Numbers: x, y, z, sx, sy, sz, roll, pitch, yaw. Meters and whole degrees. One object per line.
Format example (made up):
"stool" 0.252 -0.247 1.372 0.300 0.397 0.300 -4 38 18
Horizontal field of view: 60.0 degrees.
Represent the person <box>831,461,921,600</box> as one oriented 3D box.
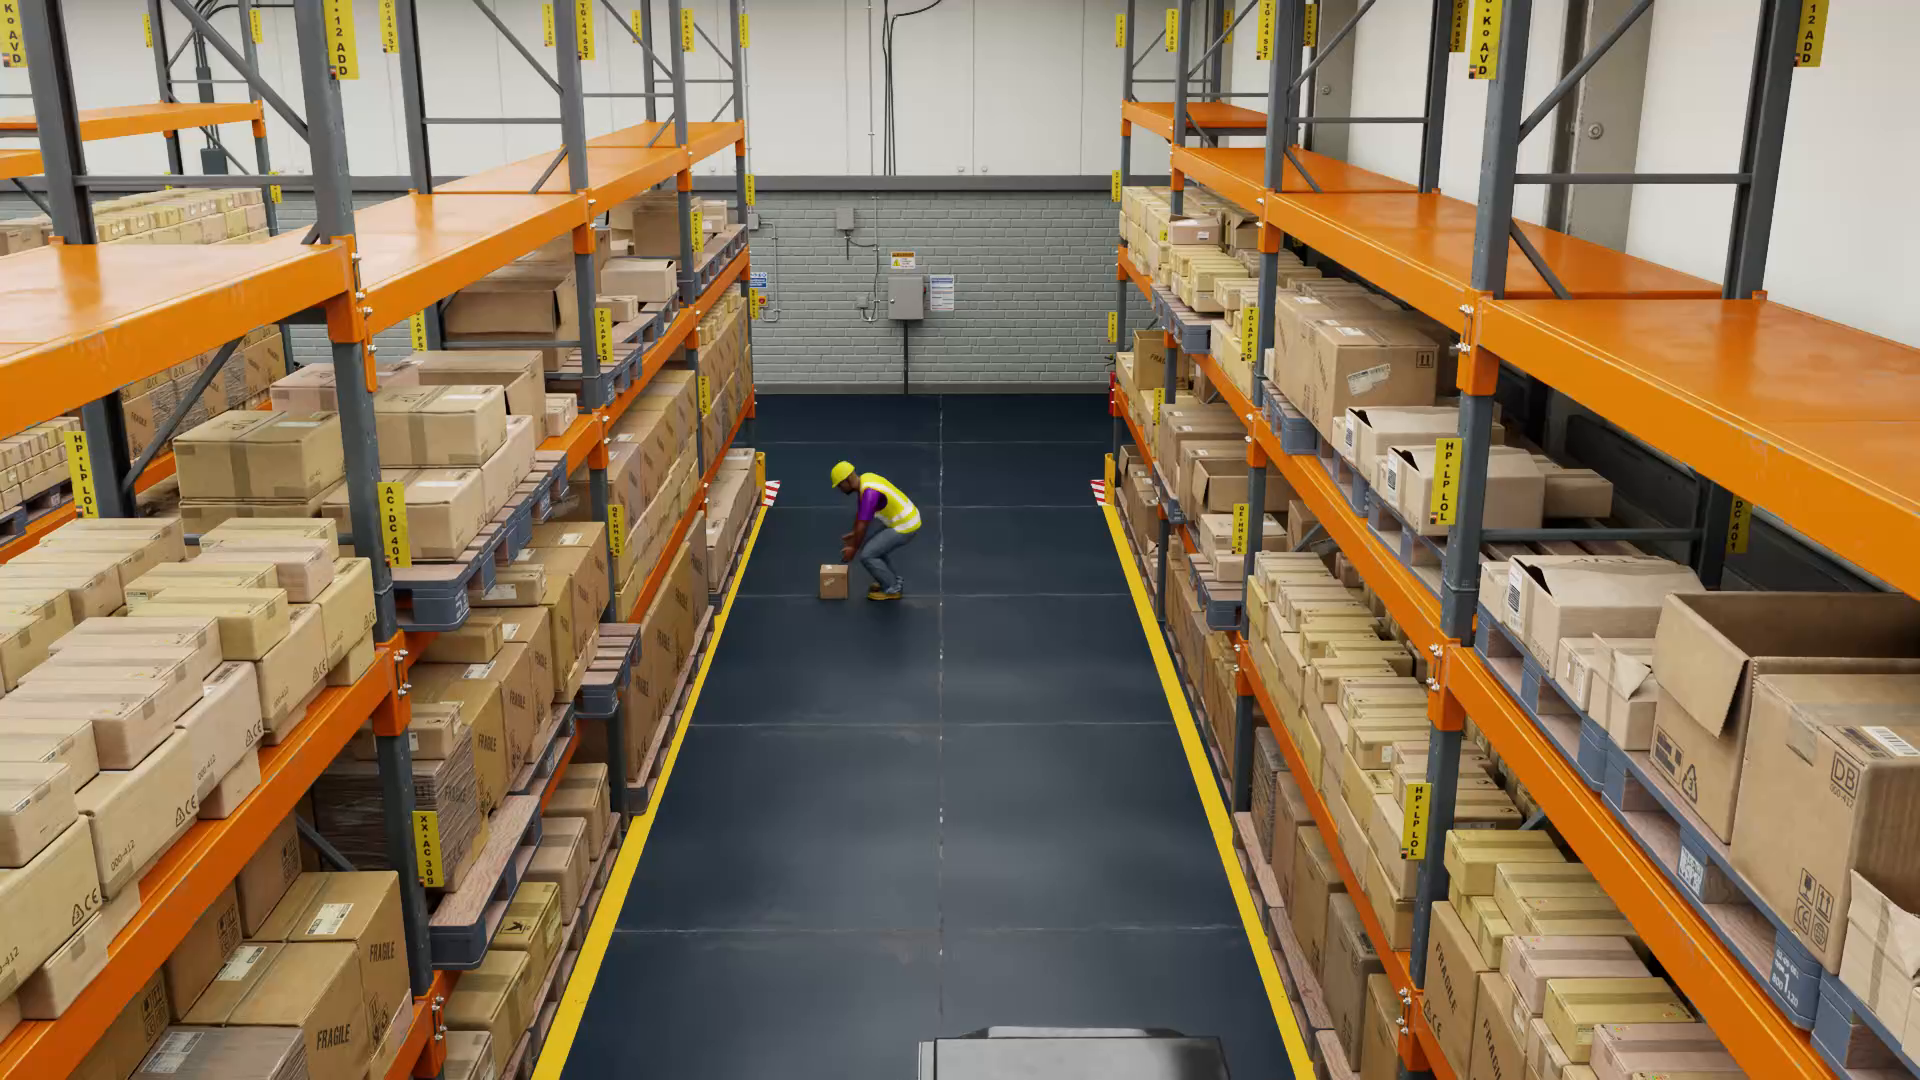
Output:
"person" -0.763 -0.096 15.223 0.817 1.283 0.627 0 17 -1
